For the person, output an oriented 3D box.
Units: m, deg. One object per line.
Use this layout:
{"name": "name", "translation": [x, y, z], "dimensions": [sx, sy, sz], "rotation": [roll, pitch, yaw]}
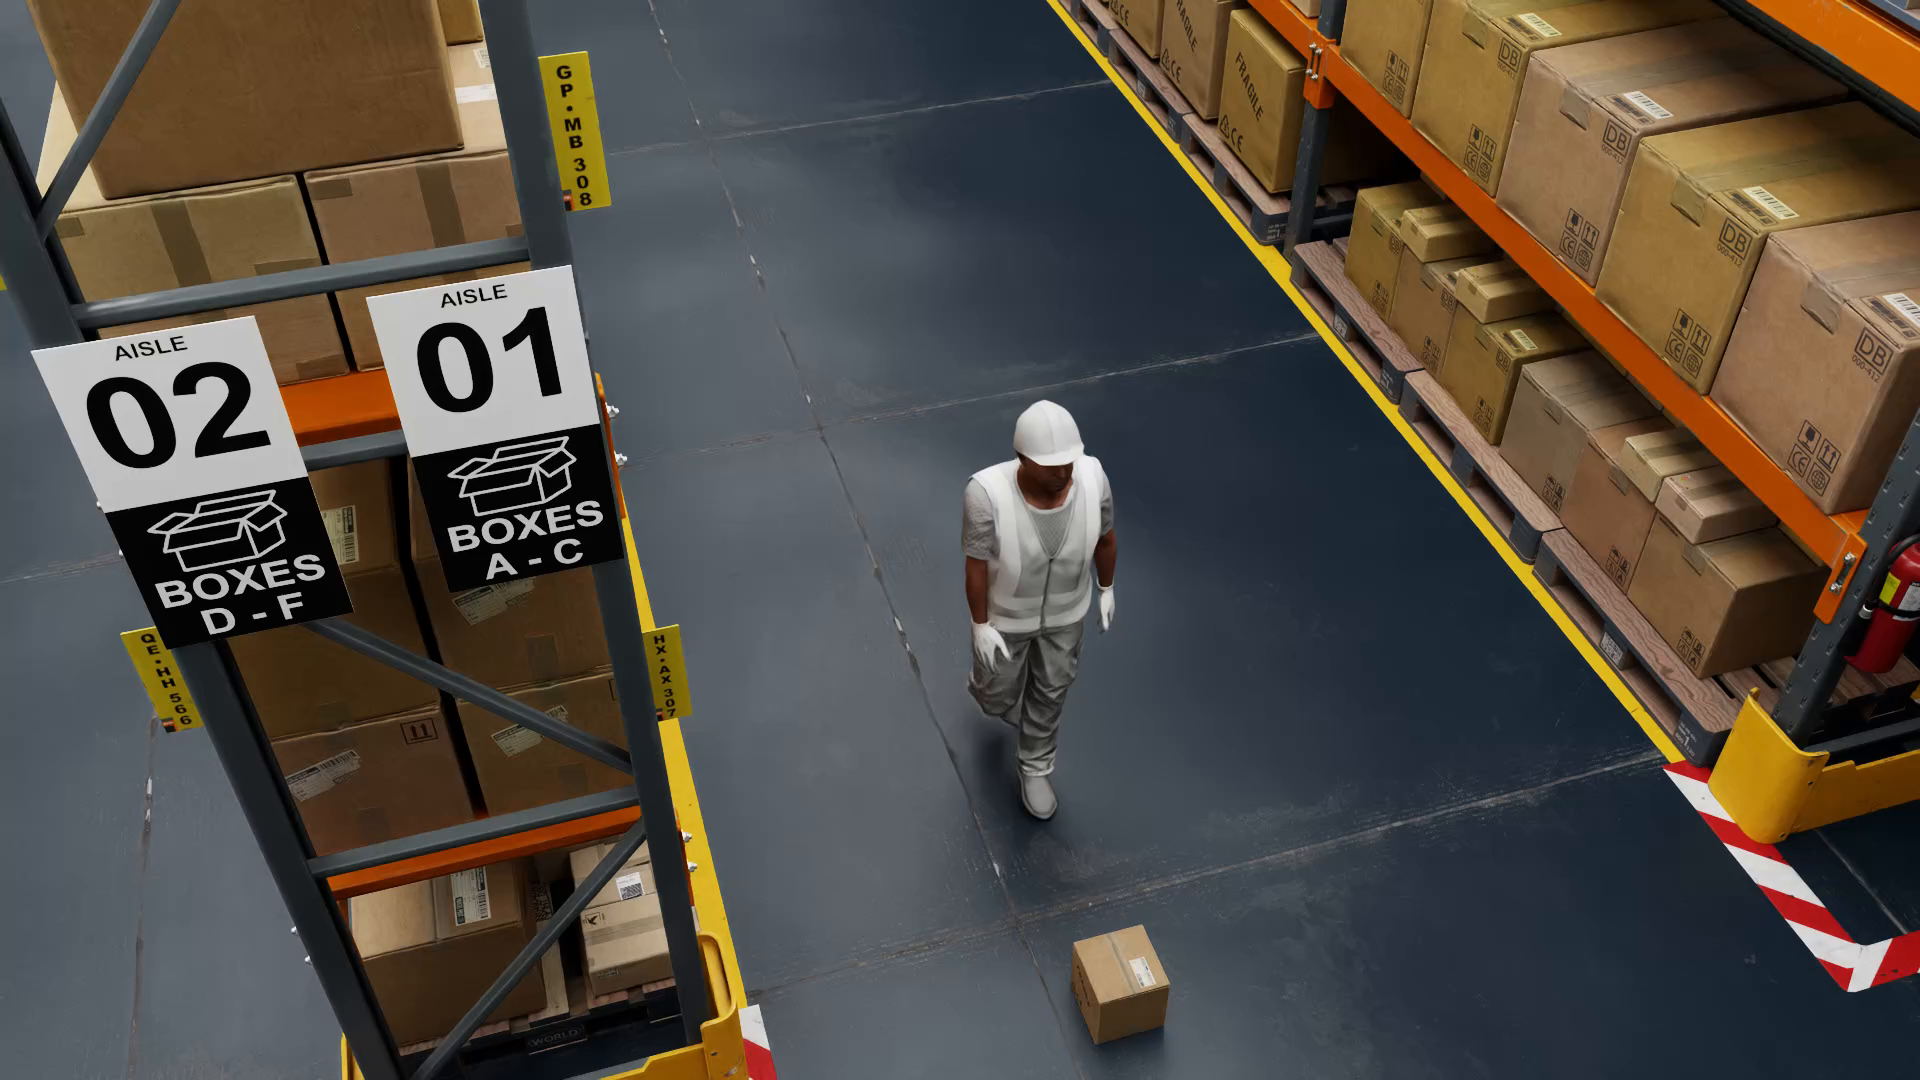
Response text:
{"name": "person", "translation": [0.271, 0.195, 5.915], "dimensions": [0.573, 1.784, 0.646], "rotation": [-9, 43, -10]}
